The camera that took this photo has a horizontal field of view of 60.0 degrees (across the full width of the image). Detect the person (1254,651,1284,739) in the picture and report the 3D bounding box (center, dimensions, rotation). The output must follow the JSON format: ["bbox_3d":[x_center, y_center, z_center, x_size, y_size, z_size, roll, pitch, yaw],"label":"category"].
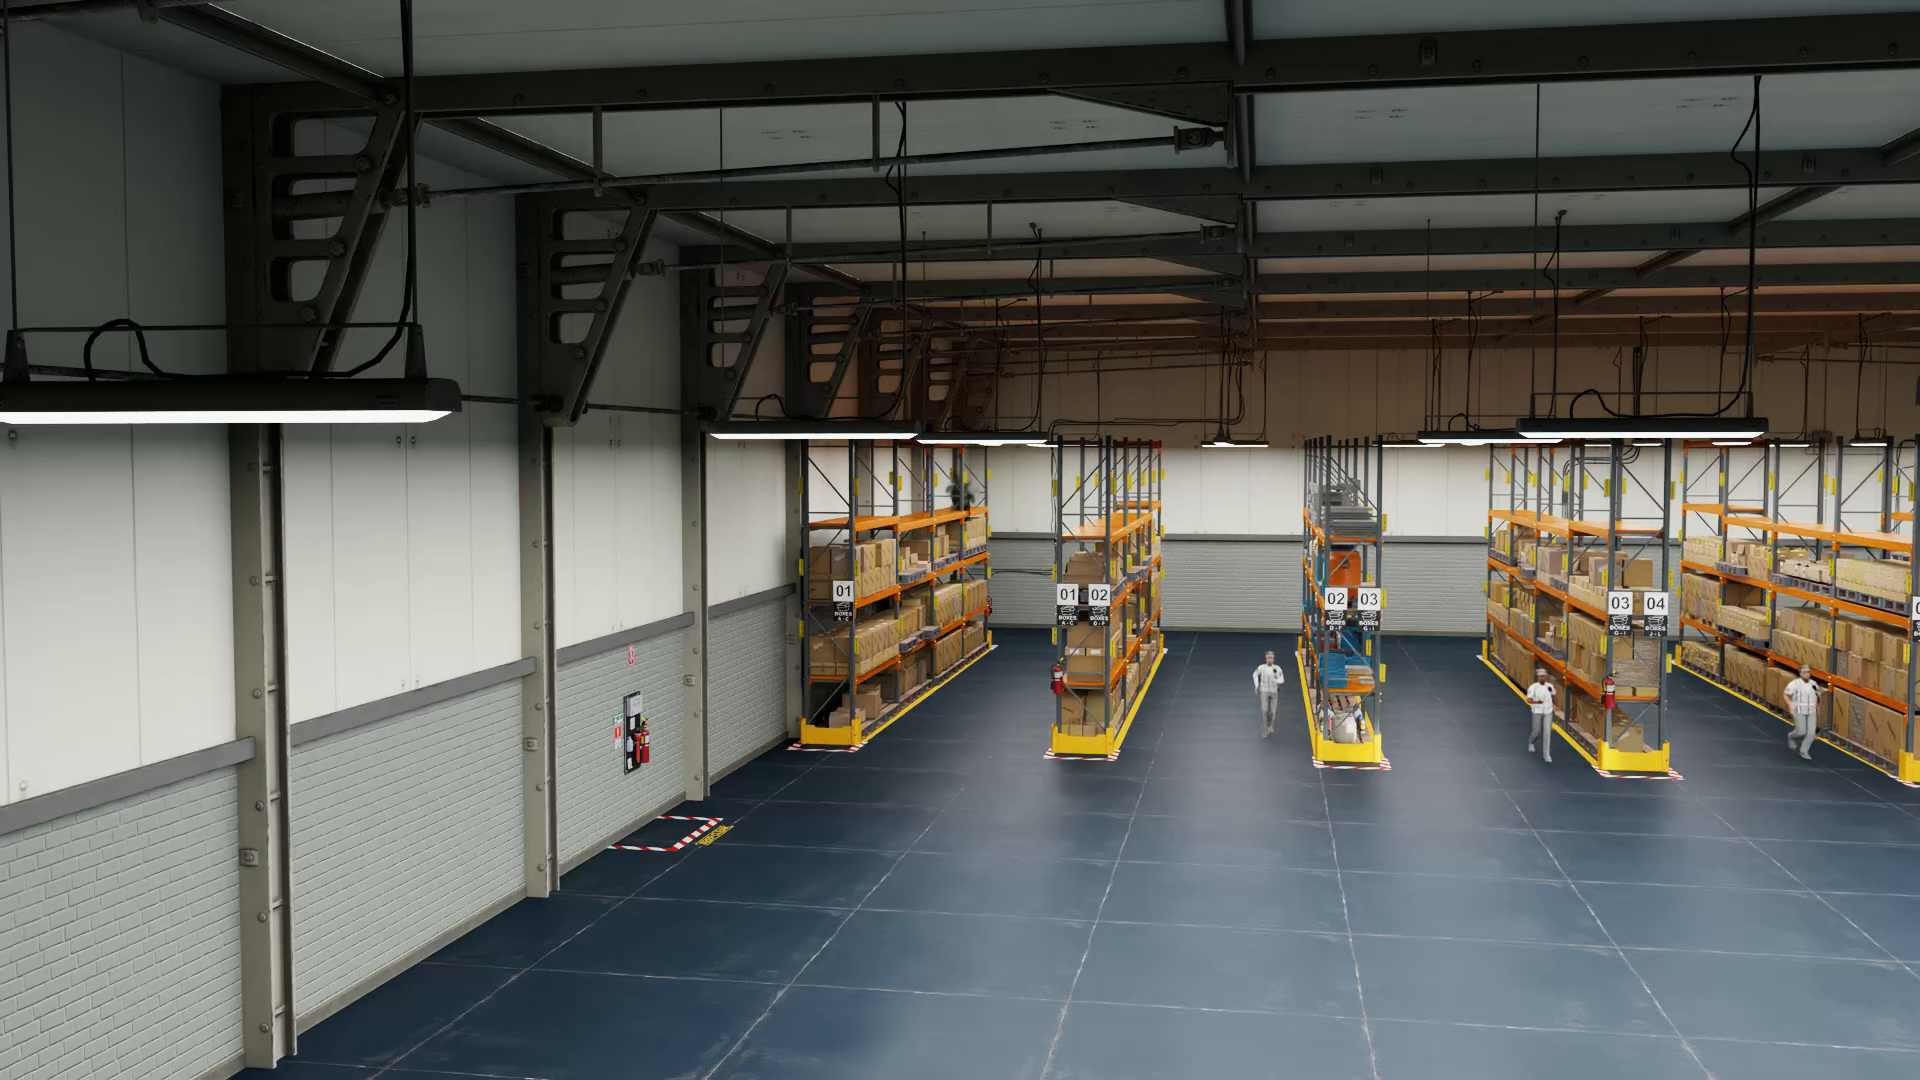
[{"bbox_3d":[6.167,3.084,33.199,0.578,1.752,0.726,0,3,6],"label":"person"}]

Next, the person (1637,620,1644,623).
[{"bbox_3d":[17.602,2.529,42.606,0.674,1.821,0.910,1,3,19],"label":"person"}]

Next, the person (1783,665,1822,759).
[{"bbox_3d":[15.718,3.184,30.981,0.670,1.742,0.599,0,3,5],"label":"person"}]

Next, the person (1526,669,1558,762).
[{"bbox_3d":[10.795,3.212,30.786,0.592,1.651,0.988,1,3,11],"label":"person"}]
